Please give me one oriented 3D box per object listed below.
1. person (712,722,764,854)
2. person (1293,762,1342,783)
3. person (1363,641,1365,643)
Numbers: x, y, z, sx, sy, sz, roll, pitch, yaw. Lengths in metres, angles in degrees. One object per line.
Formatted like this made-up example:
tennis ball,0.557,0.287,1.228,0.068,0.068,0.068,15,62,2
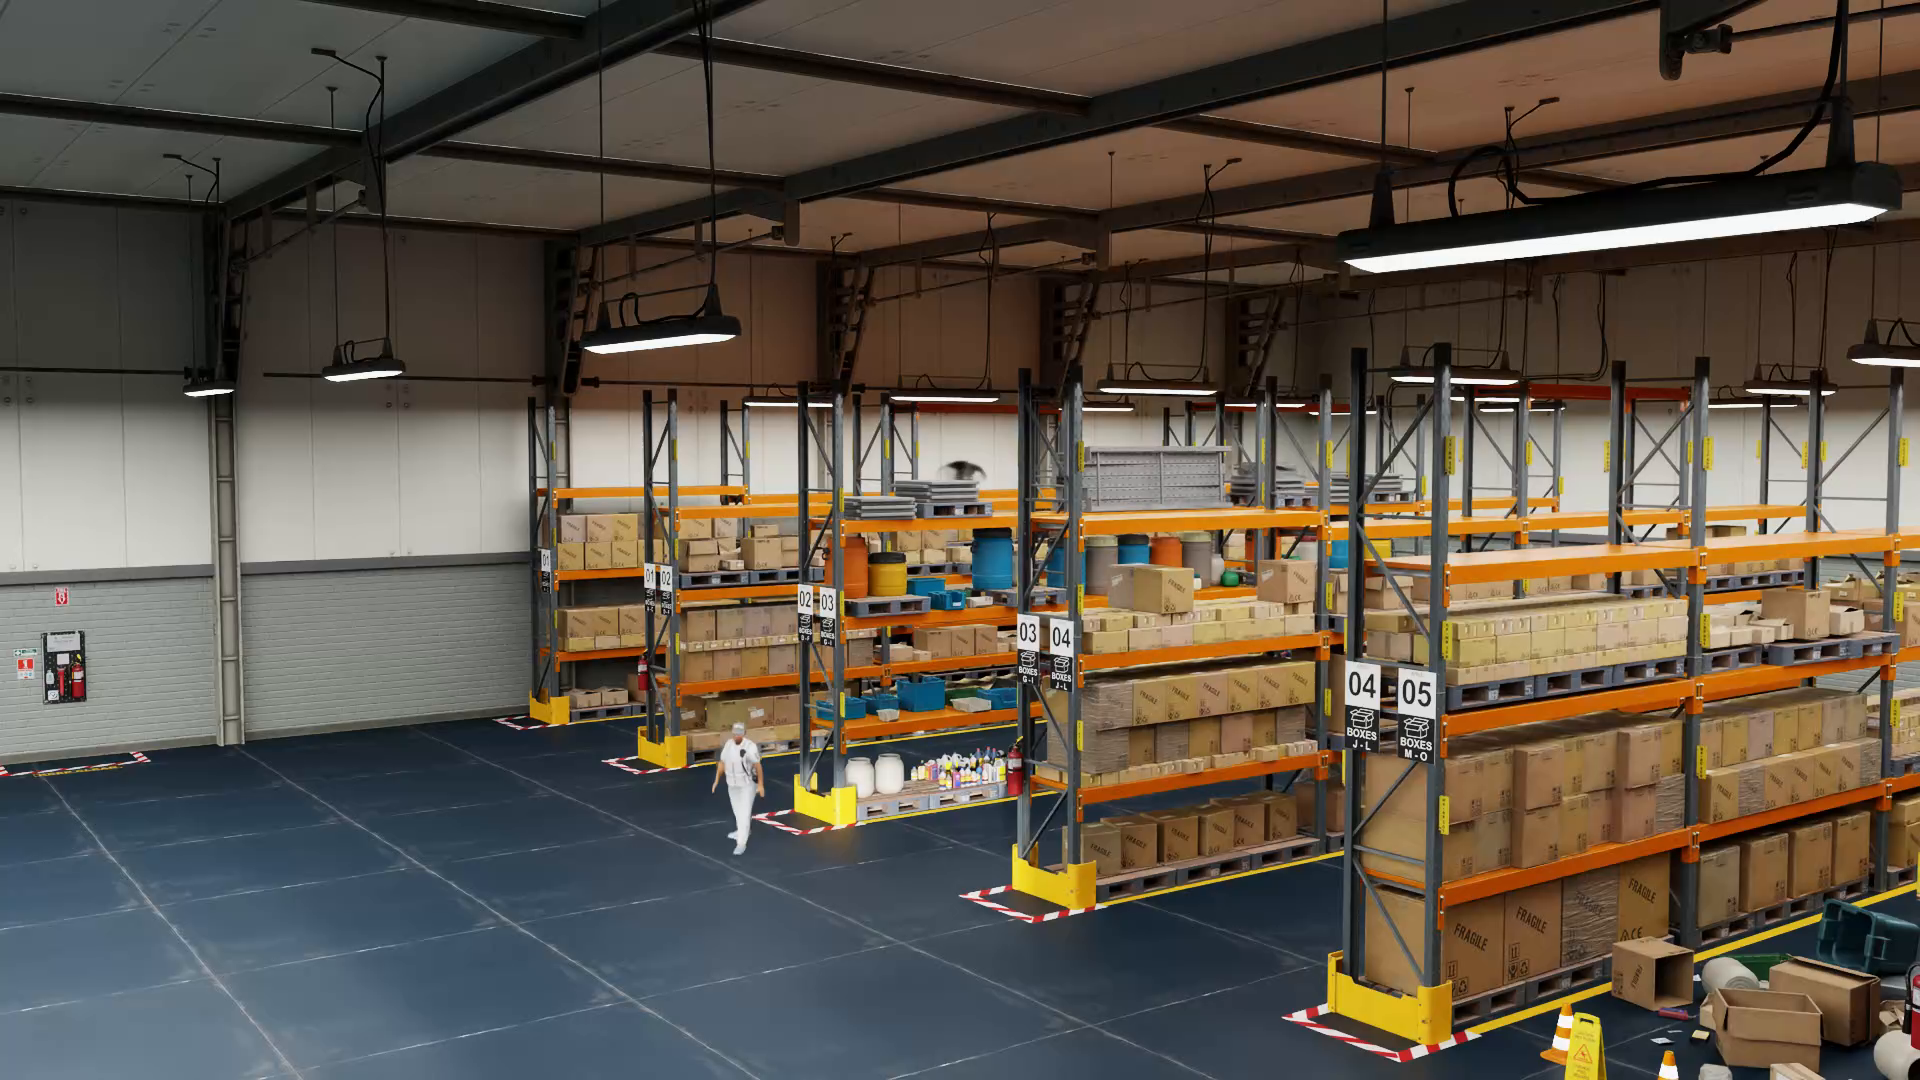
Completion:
person,-2.808,3.105,21.225,0.653,1.618,0.875,1,4,24
person,5.375,2.898,25.148,1.121,1.551,0.648,-2,4,-26
person,9.104,2.208,37.277,0.611,1.518,0.539,0,3,-6
